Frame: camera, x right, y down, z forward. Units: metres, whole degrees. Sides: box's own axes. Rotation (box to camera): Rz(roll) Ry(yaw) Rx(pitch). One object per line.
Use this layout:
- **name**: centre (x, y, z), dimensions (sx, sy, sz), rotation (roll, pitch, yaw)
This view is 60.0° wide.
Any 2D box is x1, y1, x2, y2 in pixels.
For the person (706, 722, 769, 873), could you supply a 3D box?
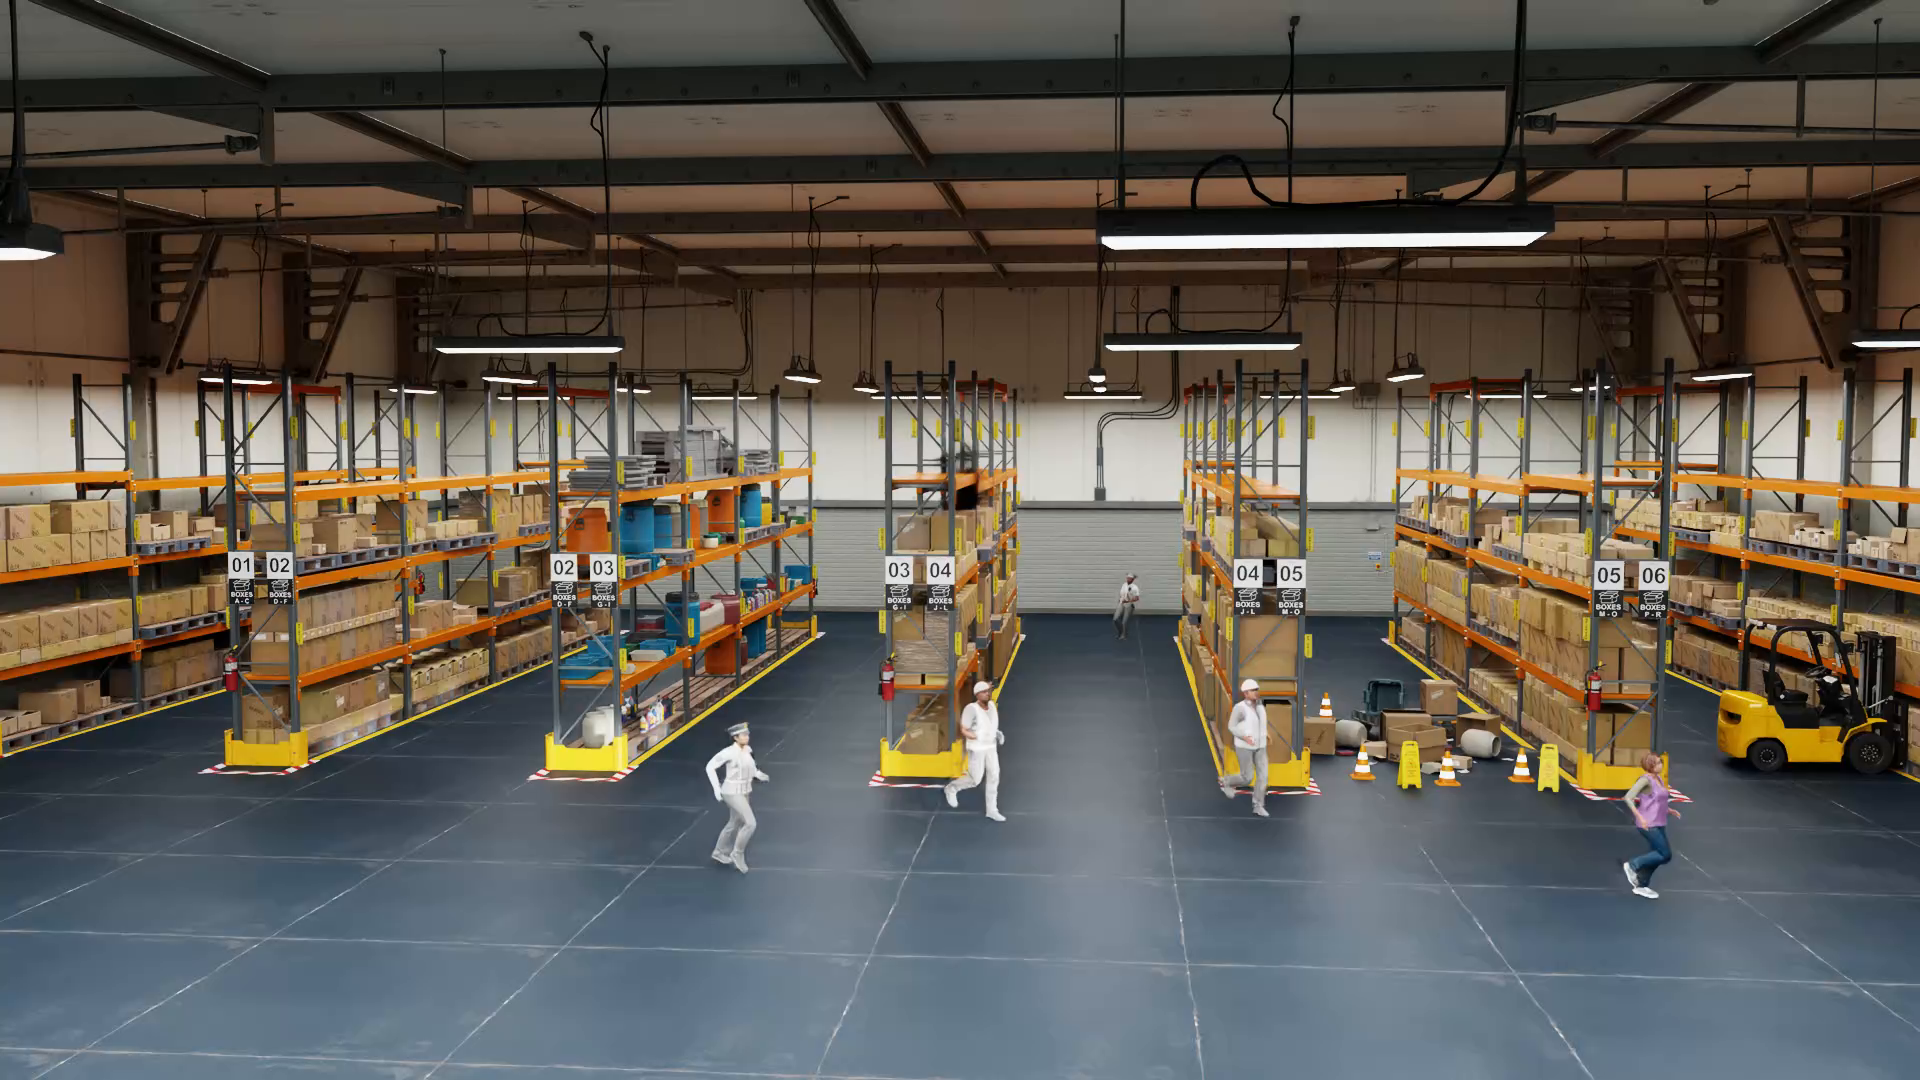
- **person**: centre (-2.519, 2.921, 18.927), dimensions (0.783, 1.709, 0.572), rotation (2, 4, 24)

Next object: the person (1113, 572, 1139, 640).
- **person**: centre (3.973, 1.579, 39.584), dimensions (0.648, 1.641, 0.564), rotation (3, 5, 42)

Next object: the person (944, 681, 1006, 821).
- **person**: centre (0.242, 2.709, 21.541), dimensions (0.911, 1.779, 0.691), rotation (4, 5, 43)

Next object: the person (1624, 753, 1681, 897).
- **person**: centre (7.416, 3.058, 17.781), dimensions (0.534, 1.556, 0.537), rotation (-4, 5, -44)

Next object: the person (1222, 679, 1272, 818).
- **person**: centre (3.797, 2.706, 21.835), dimensions (0.675, 1.767, 0.823), rotation (-2, 4, -29)
